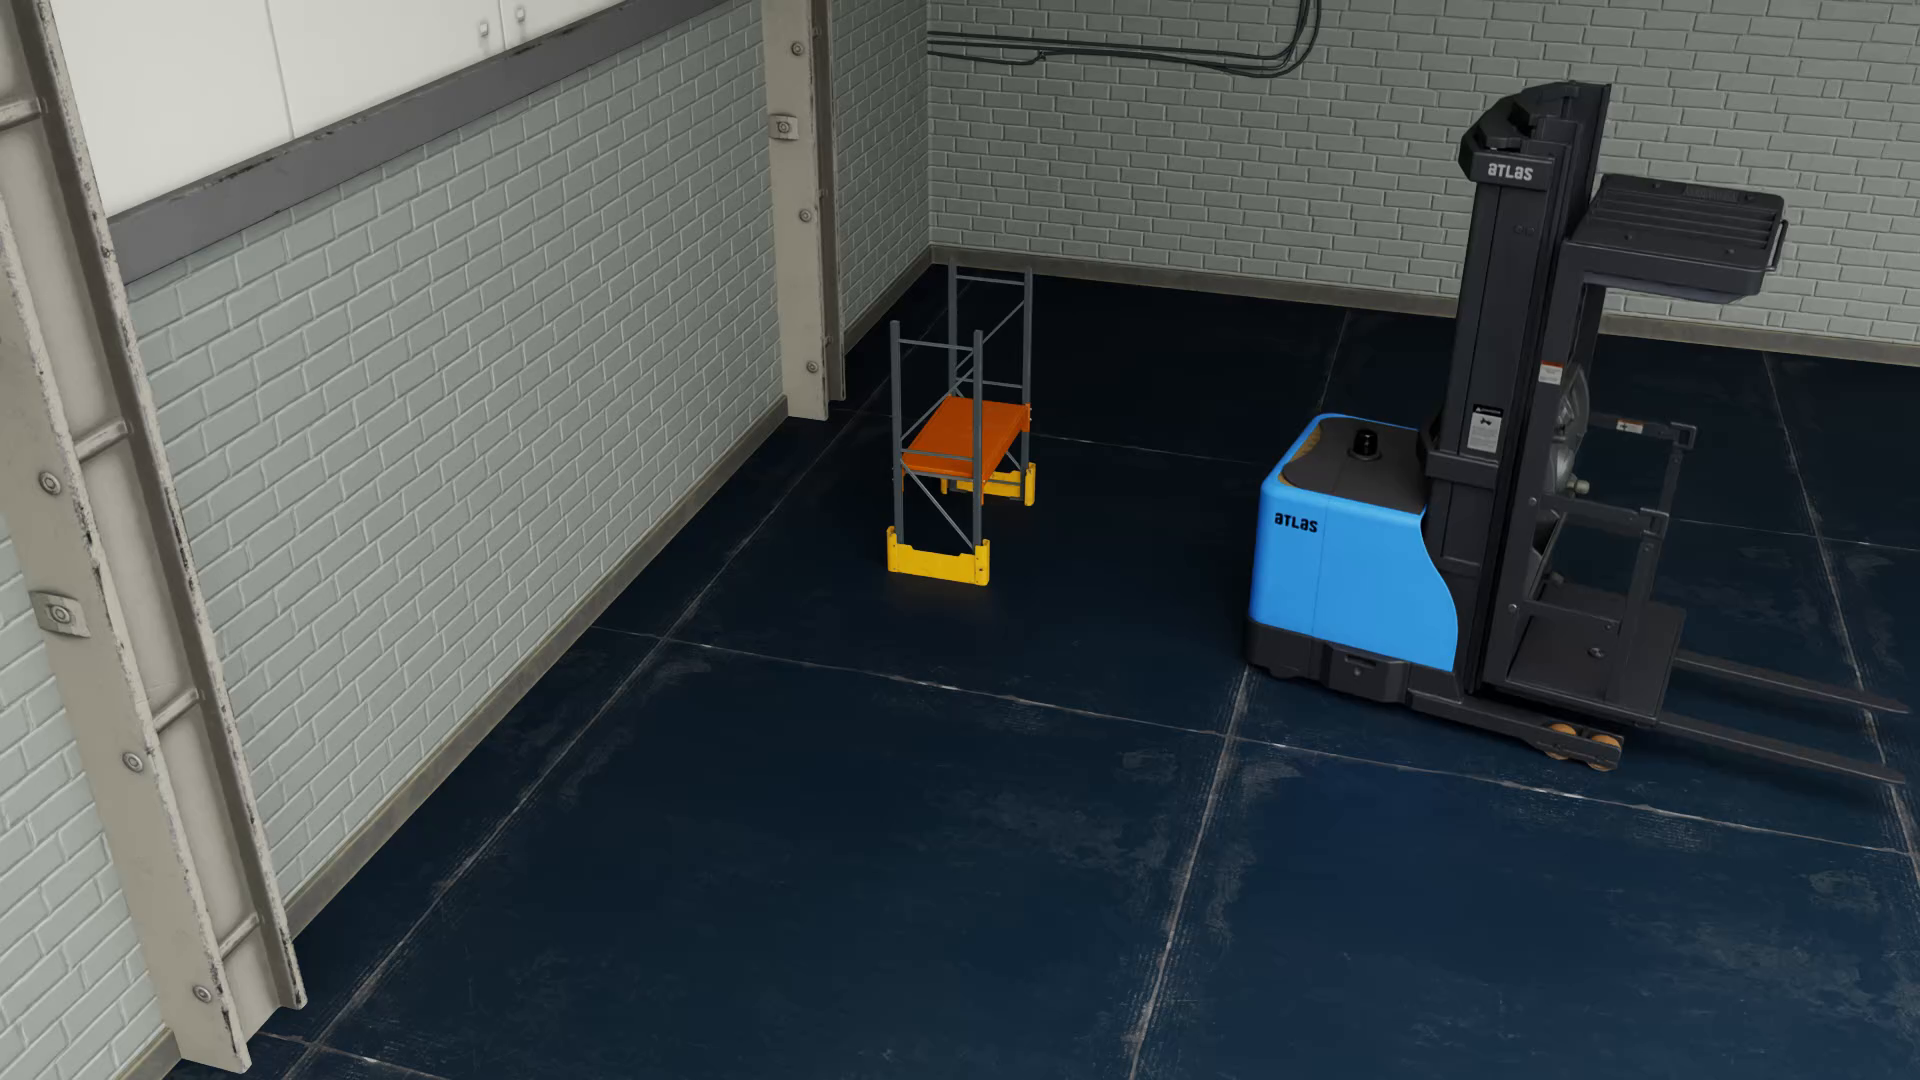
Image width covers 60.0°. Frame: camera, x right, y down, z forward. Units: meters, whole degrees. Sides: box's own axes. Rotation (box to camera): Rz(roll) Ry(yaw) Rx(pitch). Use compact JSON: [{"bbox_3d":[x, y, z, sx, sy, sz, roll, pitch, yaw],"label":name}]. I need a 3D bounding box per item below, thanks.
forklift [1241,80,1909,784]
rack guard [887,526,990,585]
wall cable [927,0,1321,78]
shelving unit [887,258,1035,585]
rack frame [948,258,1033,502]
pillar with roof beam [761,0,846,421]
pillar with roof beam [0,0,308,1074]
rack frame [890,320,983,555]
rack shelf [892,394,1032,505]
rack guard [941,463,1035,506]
[{"bbox_3d":[2.995,-0.493,7.622,3.031,2.935,1.130,14,32,24],"label":"forklift"},{"bbox_3d":[-0.124,0.087,9.337,0.587,0.250,0.087,8,30,15],"label":"rack guard"},{"bbox_3d":[1.136,-4.673,12.088,3.097,2.526,0.112,8,30,15],"label":"wall cable"},{"bbox_3d":[0.022,-0.691,9.449,0.587,1.500,1.083,8,30,15],"label":"shelving unit"},{"bbox_3d":[0.174,-0.931,9.881,0.500,1.500,0.032,8,30,15],"label":"rack frame"},{"bbox_3d":[3.122,-4.235,8.107,9.100,9.000,0.400,8,30,15],"label":"pillar with roof beam"},{"bbox_3d":[1.361,-1.447,3.094,9.100,9.000,0.400,8,30,15],"label":"pillar with roof beam"},{"bbox_3d":[-0.124,-0.459,9.032,0.500,1.500,0.032,8,30,15],"label":"rack frame"},{"bbox_3d":[0.025,-0.538,9.544,0.538,0.185,1.000,8,30,15],"label":"rack shelf"},{"bbox_3d":[0.169,-0.376,10.169,0.587,0.250,0.087,8,30,15],"label":"rack guard"}]
